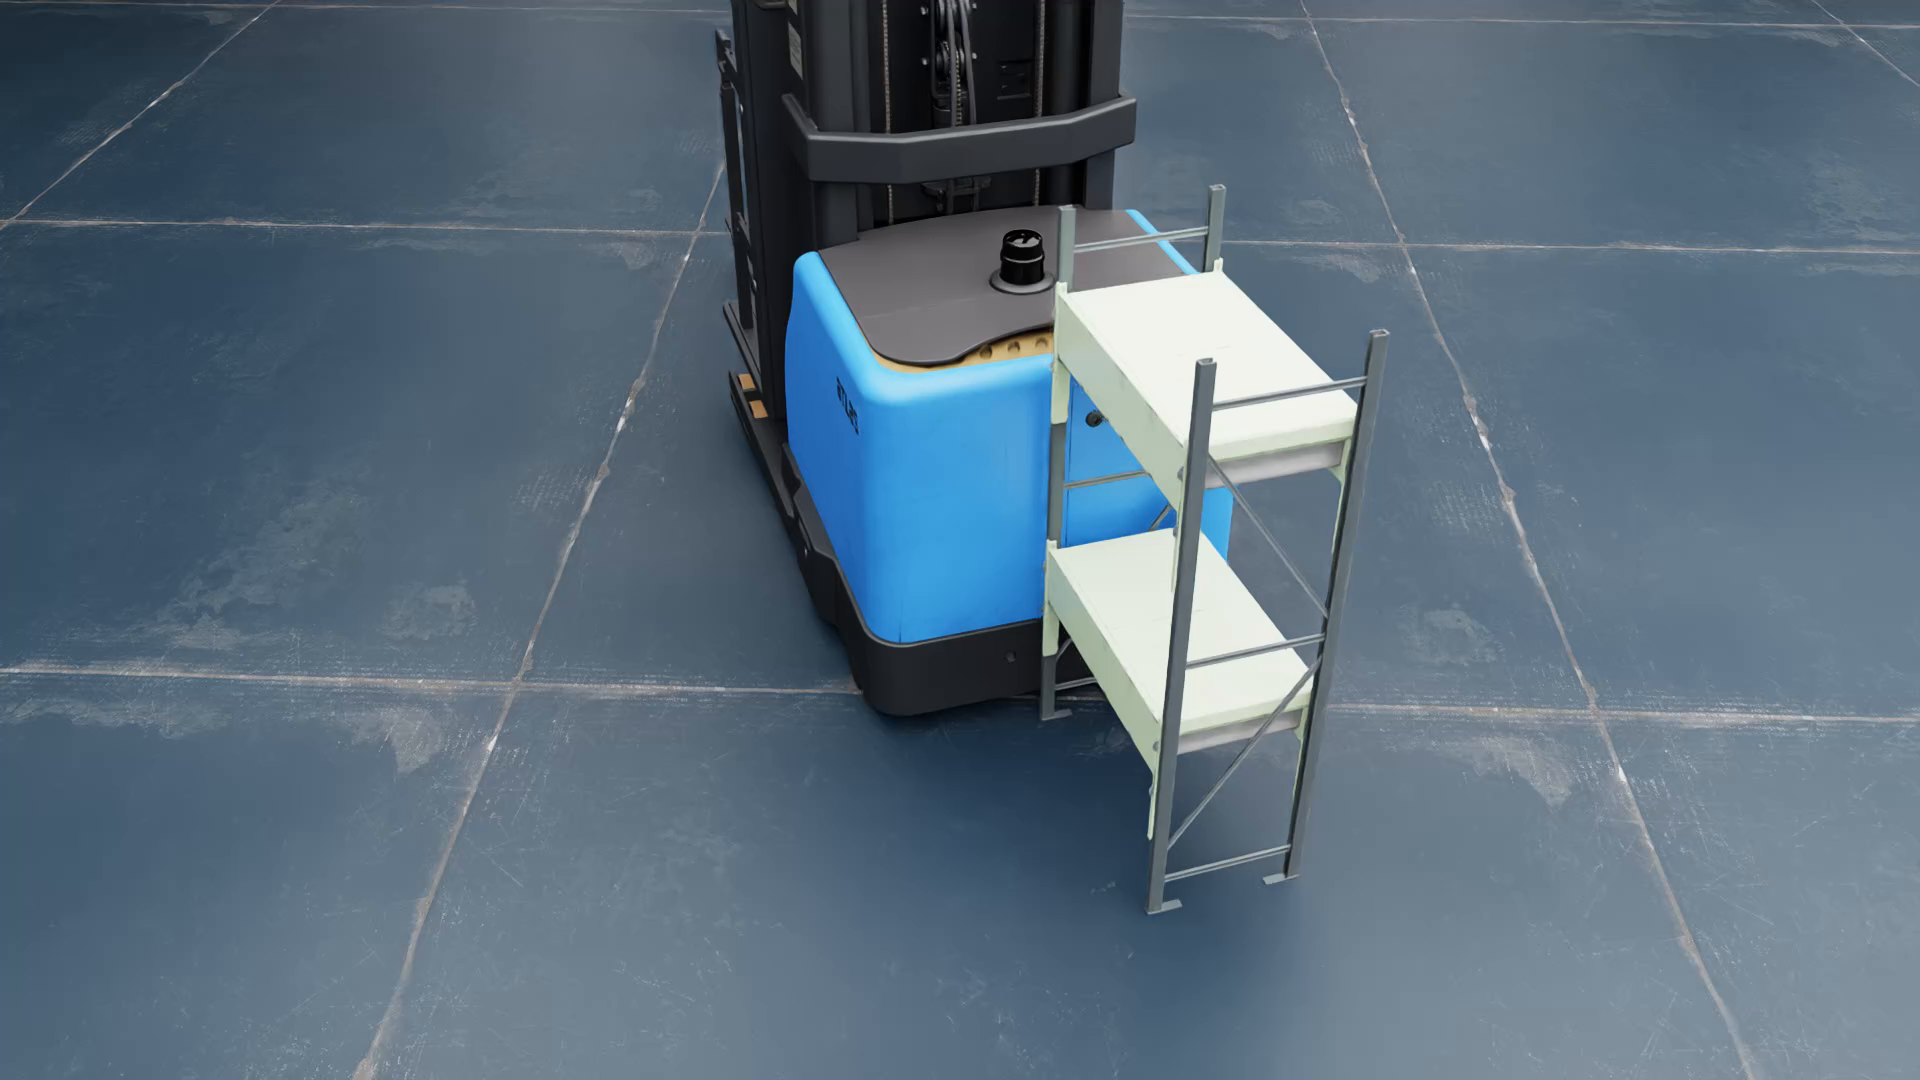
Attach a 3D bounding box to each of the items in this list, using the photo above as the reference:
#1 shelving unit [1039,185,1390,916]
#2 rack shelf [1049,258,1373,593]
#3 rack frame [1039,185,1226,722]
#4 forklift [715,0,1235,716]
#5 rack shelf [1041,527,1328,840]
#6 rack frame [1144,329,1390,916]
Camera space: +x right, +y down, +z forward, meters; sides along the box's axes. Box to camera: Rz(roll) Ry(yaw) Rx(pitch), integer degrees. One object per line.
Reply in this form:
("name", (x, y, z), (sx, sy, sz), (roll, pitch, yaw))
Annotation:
("shelving unit", (0.524, 0.044, 3.882), (0.431, 1.500, 0.755), (-11, 37, -15))
("rack shelf", (0.524, -0.275, 3.657), (0.431, 0.370, 0.720), (-11, 37, -15))
("rack frame", (0.411, -0.157, 4.167), (0.400, 1.500, 0.023), (-11, 37, -15))
("forklift", (-0.174, -1.573, 4.940), (1.130, 2.935, 3.031), (-10, 36, -14))
("rack shelf", (0.523, 0.310, 4.070), (0.431, 0.370, 0.720), (-11, 37, -15))
("rack frame", (0.636, 0.245, 3.598), (0.400, 1.500, 0.023), (-11, 37, -15))
